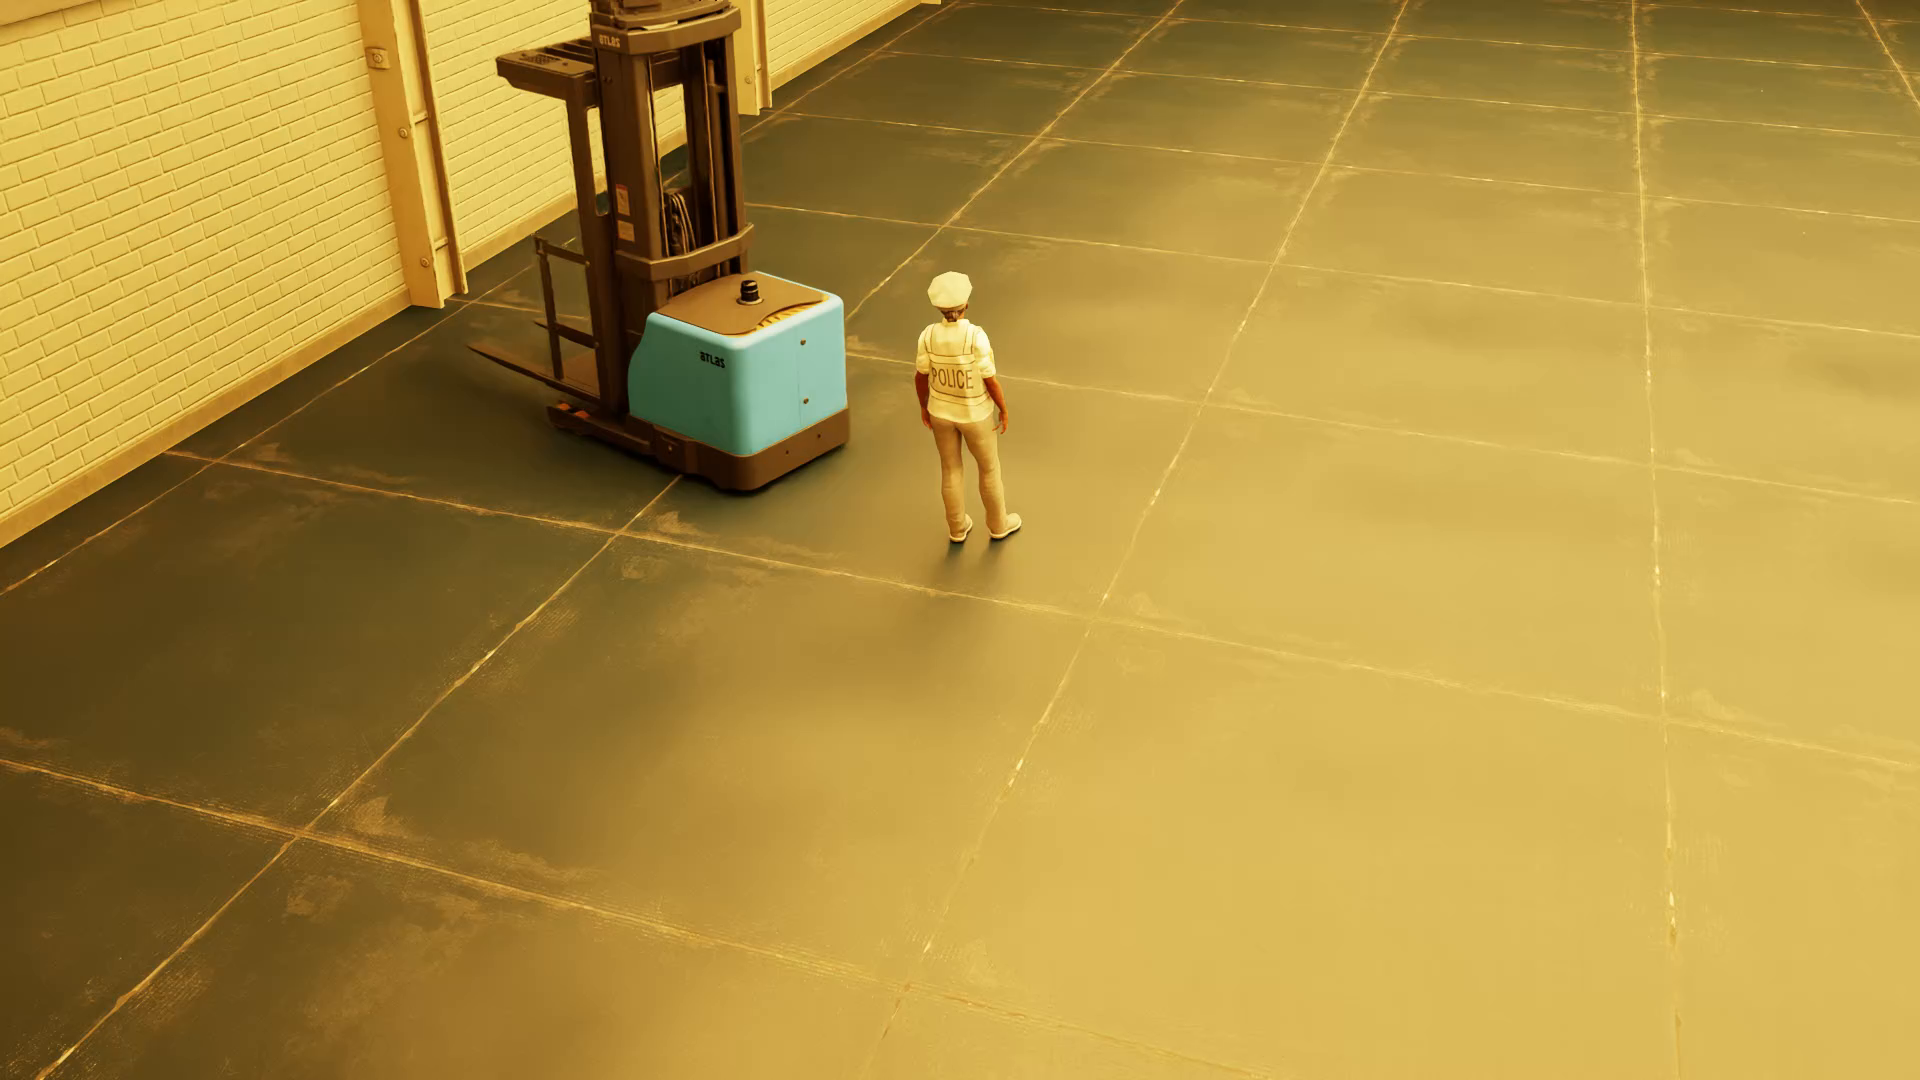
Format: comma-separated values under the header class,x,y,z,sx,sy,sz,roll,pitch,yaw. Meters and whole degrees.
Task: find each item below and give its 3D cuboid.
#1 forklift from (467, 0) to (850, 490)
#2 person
class,x,y,z,sx,sy,sz,roll,pitch,yaw
forklift,-2.207,-2.169,10.942,3.031,2.935,1.130,21,36,32
person,0.043,-0.774,9.729,0.570,1.695,0.530,10,31,16
